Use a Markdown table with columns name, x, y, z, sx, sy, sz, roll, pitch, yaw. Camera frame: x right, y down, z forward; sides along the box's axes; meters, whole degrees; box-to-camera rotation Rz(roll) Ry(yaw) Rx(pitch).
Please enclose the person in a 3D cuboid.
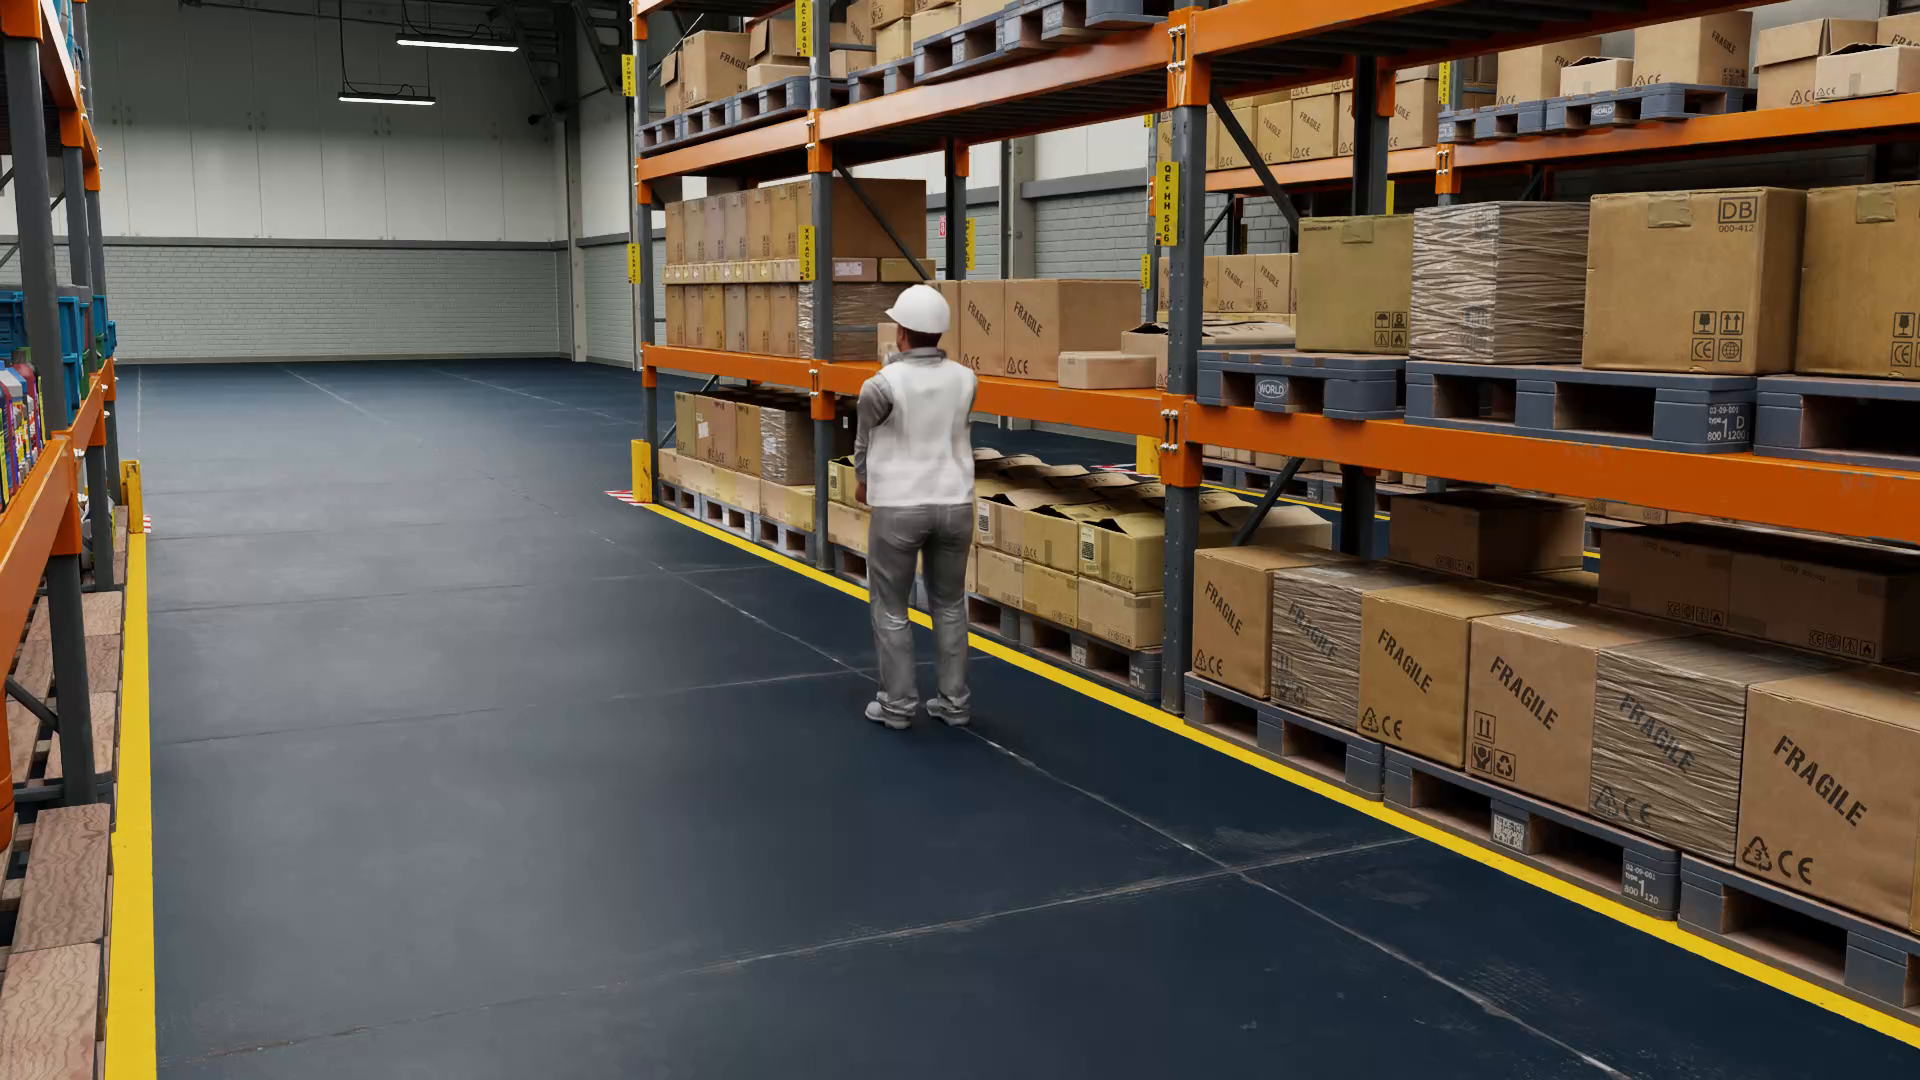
| name | x | y | z | sx | sy | sz | roll | pitch | yaw |
| --- | --- | --- | --- | --- | --- | --- | --- | --- | --- |
| person | -0.208 | -0.134 | 6.687 | 0.494 | 1.762 | 0.550 | -4 | 9 | -24 |
